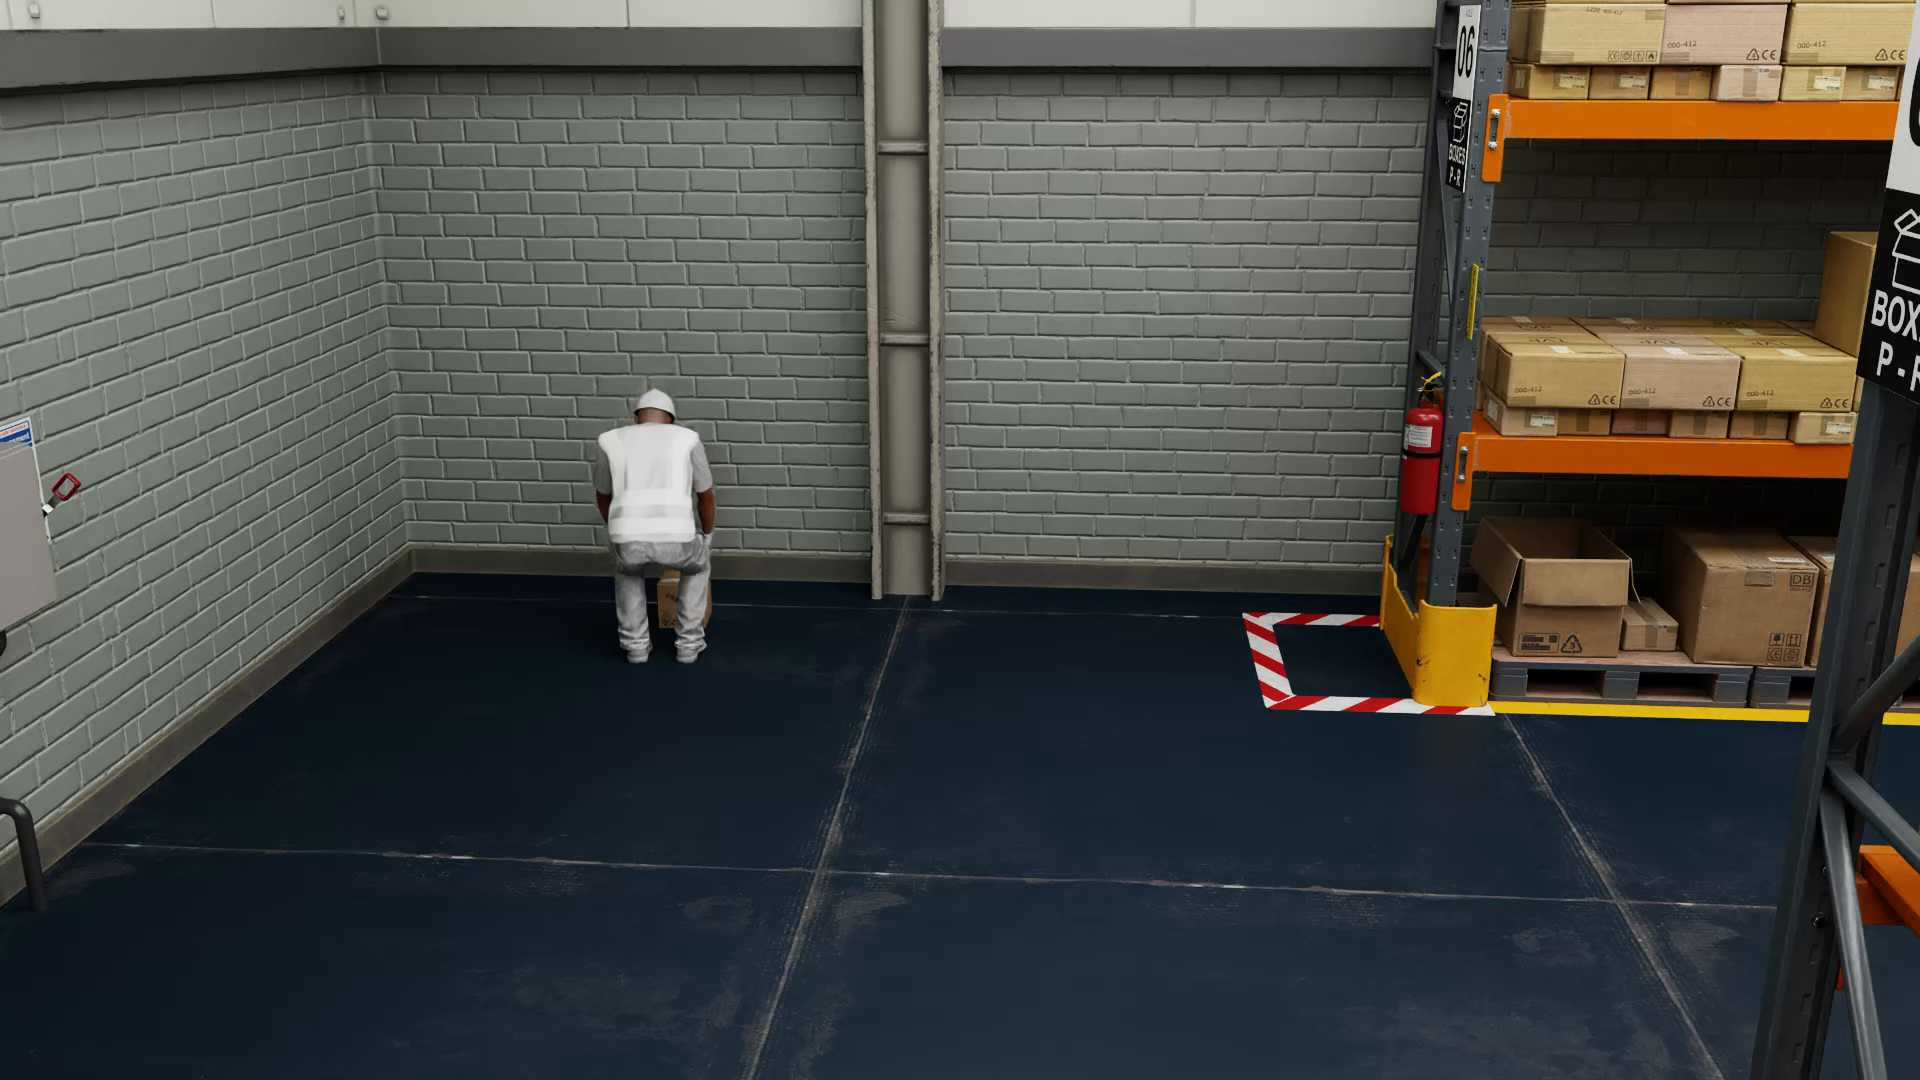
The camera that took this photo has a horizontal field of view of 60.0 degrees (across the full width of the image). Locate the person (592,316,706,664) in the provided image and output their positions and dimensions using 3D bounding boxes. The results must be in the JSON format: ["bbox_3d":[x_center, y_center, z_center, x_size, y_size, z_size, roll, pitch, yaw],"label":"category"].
[{"bbox_3d":[-1.544,-0.273,8.400,0.487,1.777,0.584,0,17,0],"label":"person"}]
